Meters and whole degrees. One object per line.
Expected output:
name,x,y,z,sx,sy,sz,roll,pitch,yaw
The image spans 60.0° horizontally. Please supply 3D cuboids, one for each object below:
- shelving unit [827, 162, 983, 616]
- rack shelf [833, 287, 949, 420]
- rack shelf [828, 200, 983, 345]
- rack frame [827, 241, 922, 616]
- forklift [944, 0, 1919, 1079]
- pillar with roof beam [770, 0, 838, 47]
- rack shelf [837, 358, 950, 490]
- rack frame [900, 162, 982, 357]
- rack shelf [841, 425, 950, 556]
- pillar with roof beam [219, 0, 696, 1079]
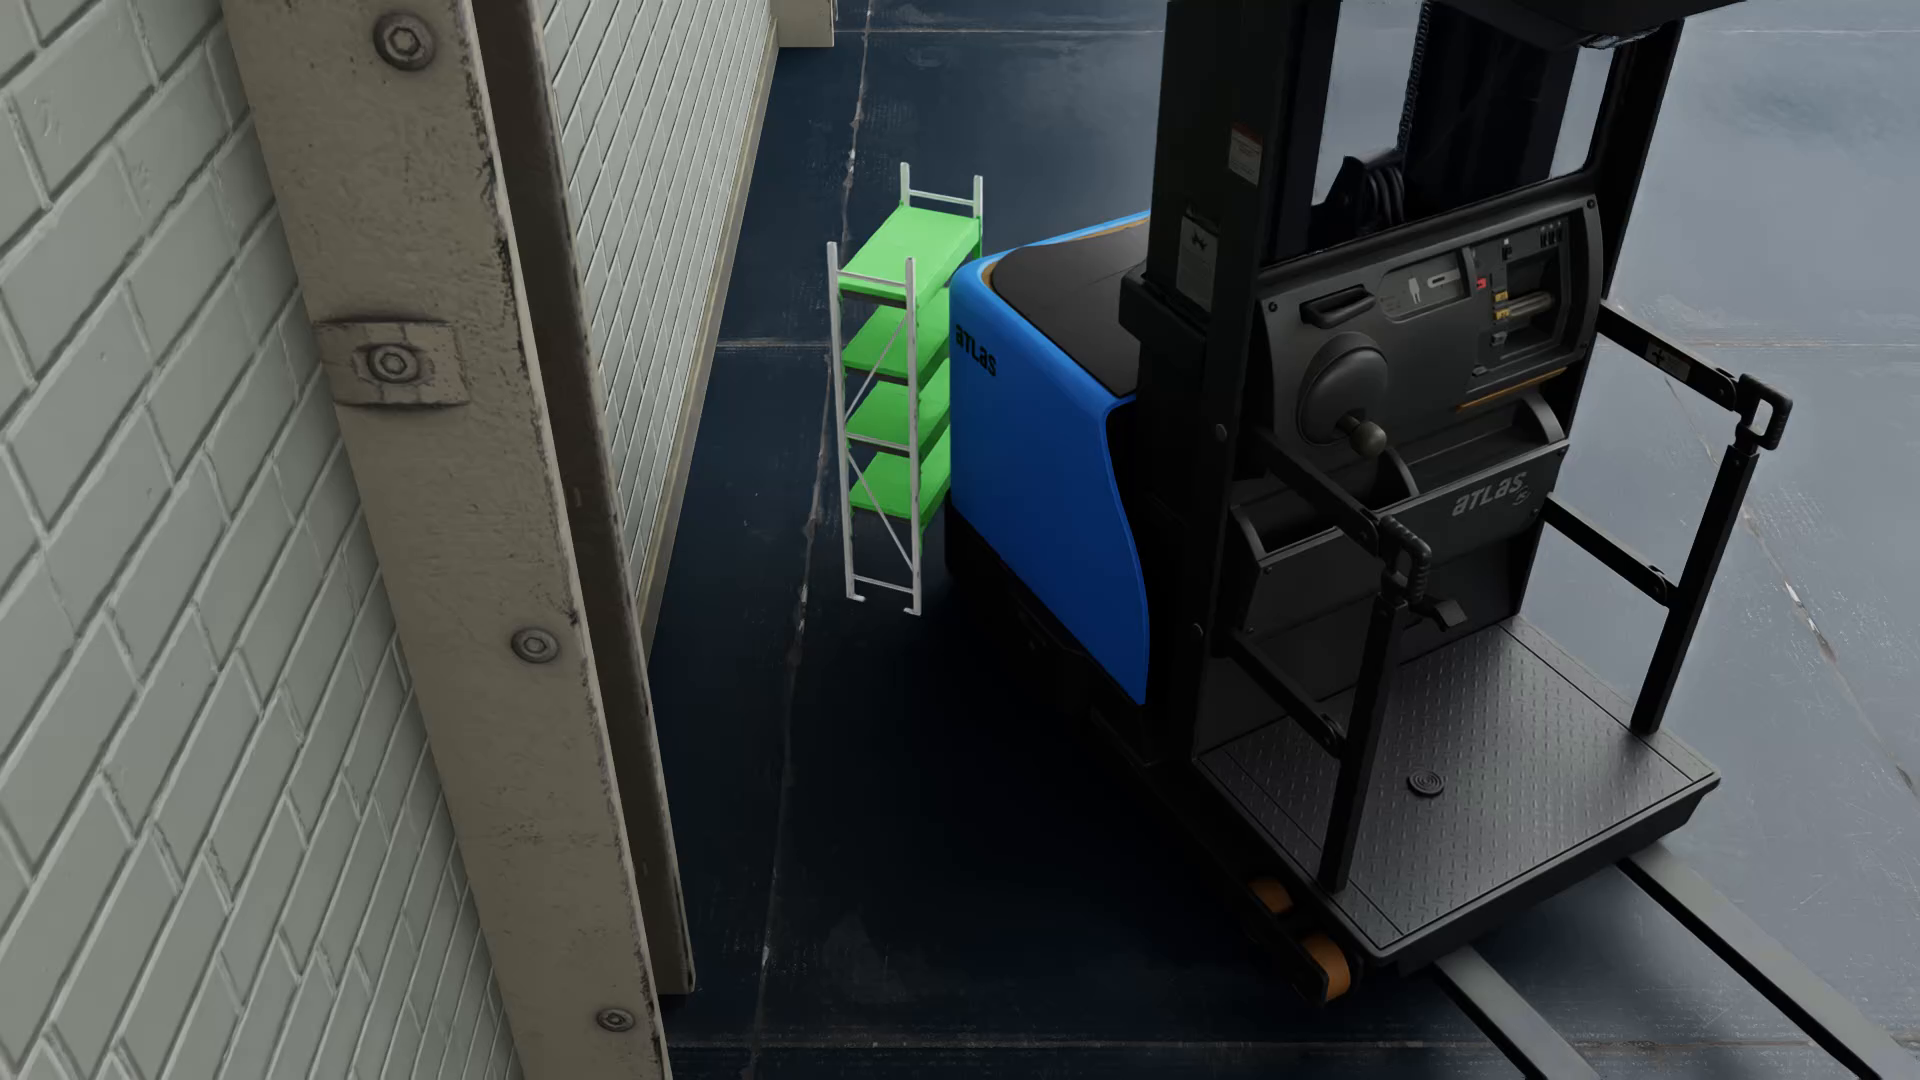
shelving unit,-0.141,-0.414,4.807,0.258,1.200,0.503,14,41,16
rack shelf,-0.141,-0.552,4.697,0.258,0.148,0.480,14,41,16
rack shelf,-0.141,-0.739,4.547,0.258,0.148,0.480,14,41,16
rack frame,-0.229,-0.272,4.630,0.240,1.200,0.015,14,41,16
forklift,1.125,-0.392,3.396,1.130,2.935,3.031,-20,43,-23
pillar with roof beam,3.515,-6.110,5.678,9.100,9.000,0.400,0,39,0
rack shelf,-0.141,-0.364,4.847,0.258,0.148,0.480,14,41,16
rack frame,-0.052,-0.556,4.985,0.240,1.200,0.015,14,41,16
rack shelf,-0.141,-0.177,4.997,0.258,0.148,0.480,14,41,16
pillar with roof beam,3.522,-2.358,0.996,9.100,9.000,0.400,0,39,0
